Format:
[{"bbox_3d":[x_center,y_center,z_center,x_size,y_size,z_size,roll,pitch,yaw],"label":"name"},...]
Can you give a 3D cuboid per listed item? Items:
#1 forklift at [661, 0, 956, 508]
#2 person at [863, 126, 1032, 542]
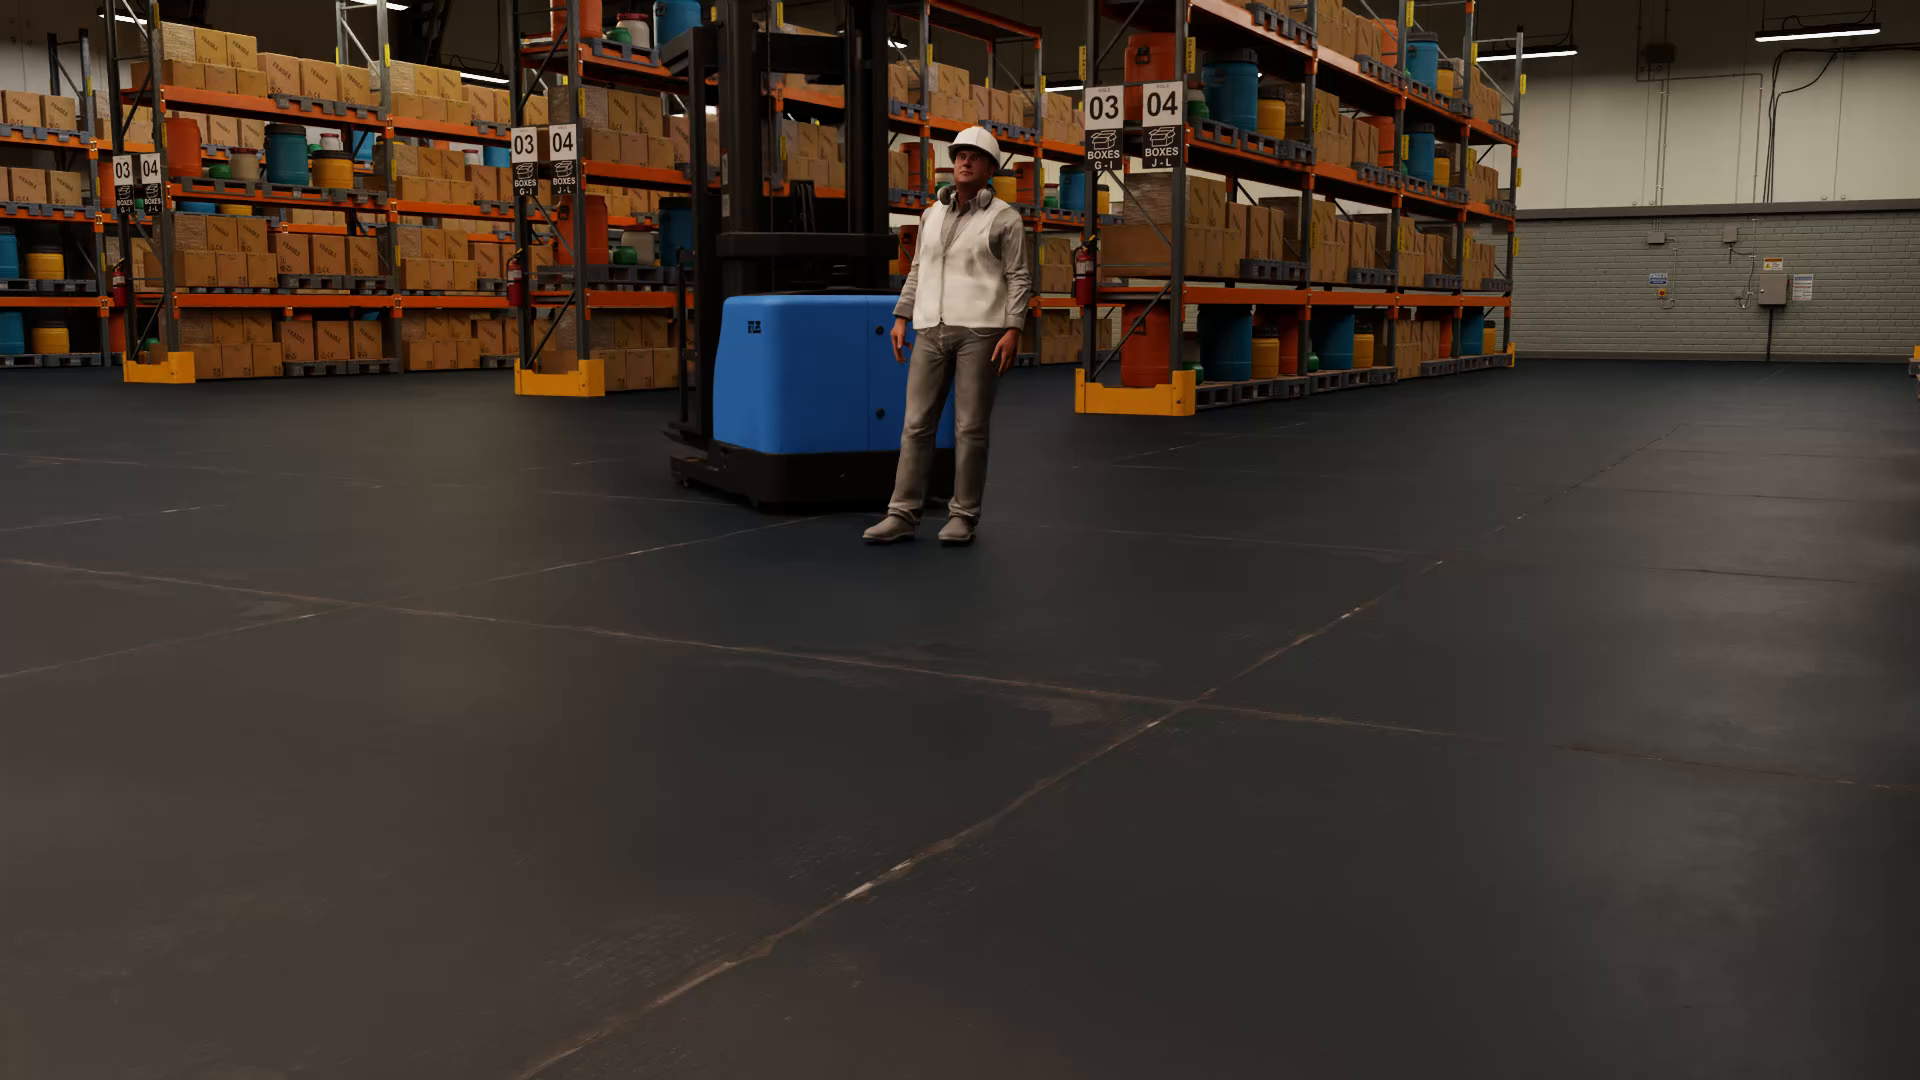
[{"bbox_3d":[-1.040,-1.773,9.438,1.130,2.935,3.031,-3,9,-23],"label":"forklift"},{"bbox_3d":[-0.037,-0.879,7.141,0.633,1.774,0.568,4,9,29],"label":"person"}]
